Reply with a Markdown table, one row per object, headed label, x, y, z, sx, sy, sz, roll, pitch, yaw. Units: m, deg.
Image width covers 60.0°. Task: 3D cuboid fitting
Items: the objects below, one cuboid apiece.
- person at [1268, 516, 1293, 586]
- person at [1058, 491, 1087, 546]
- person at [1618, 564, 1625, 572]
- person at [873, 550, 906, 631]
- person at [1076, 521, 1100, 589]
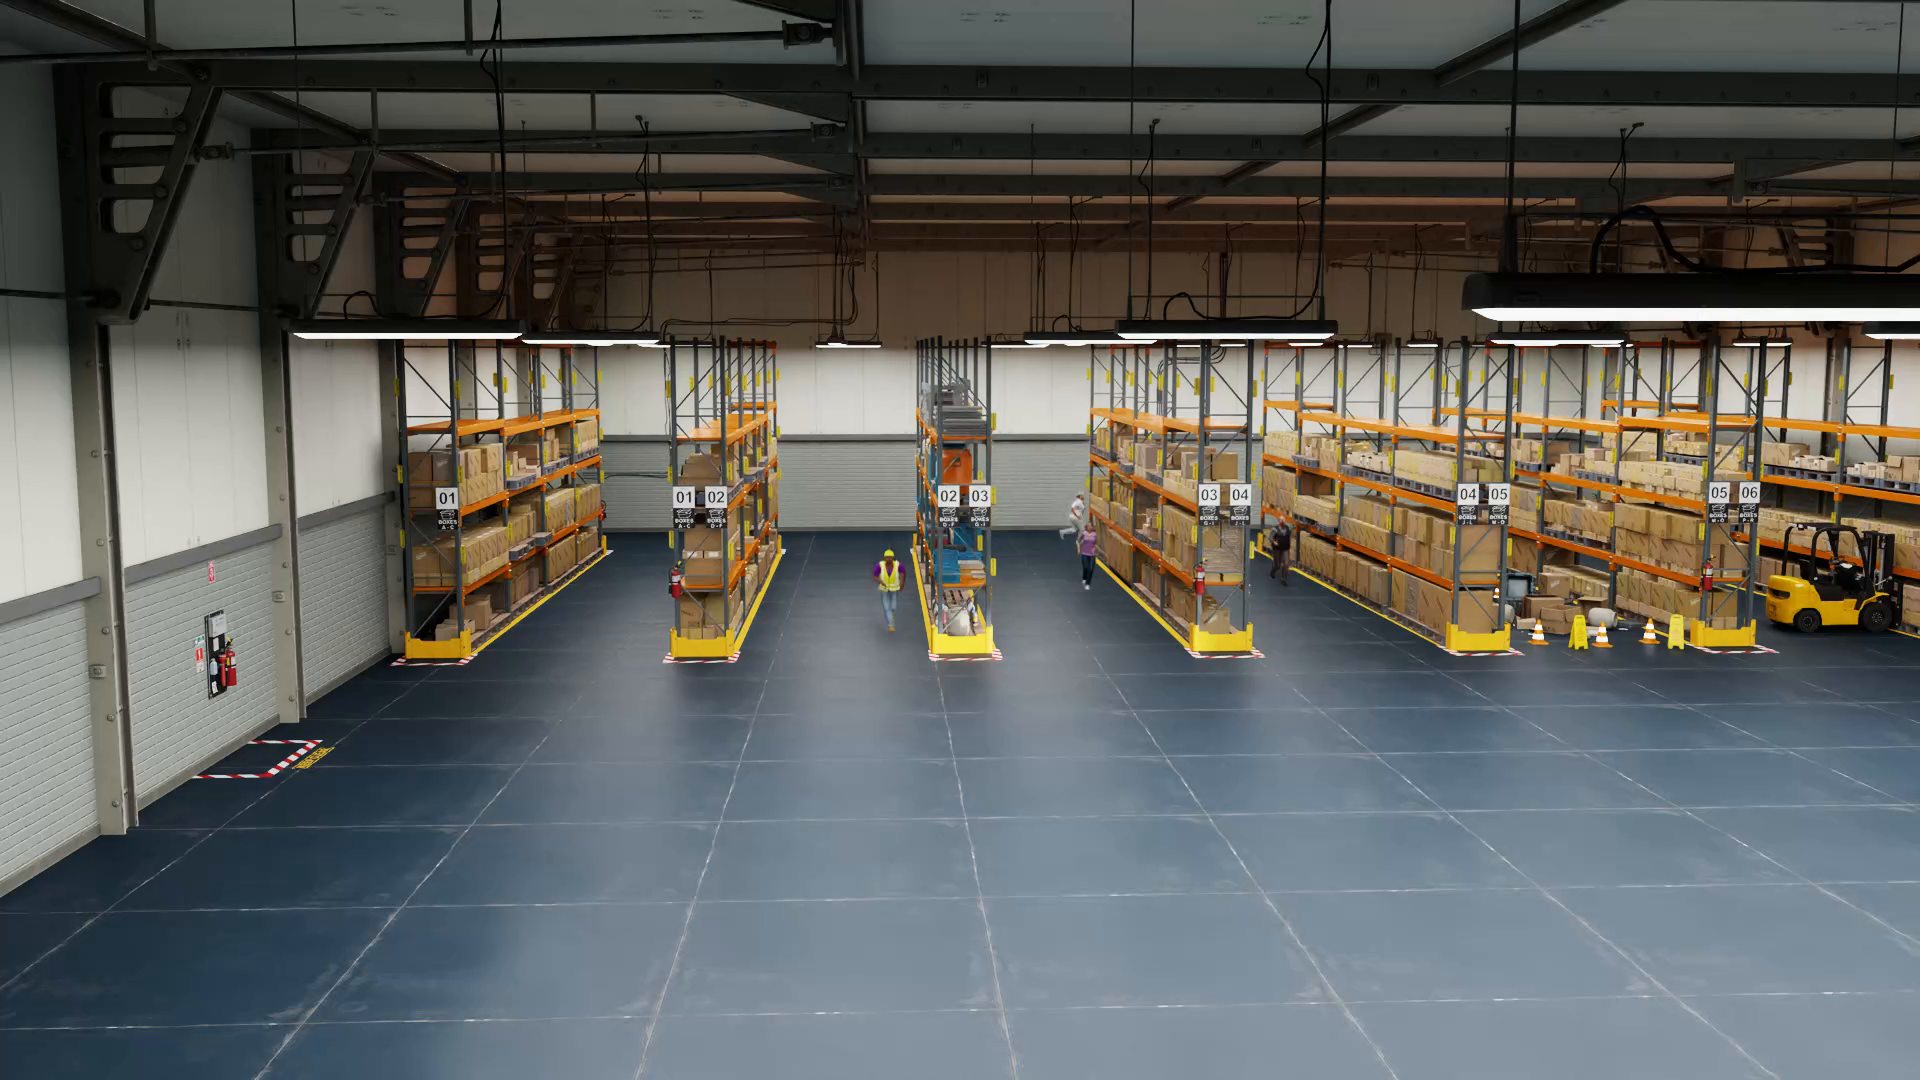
| label | x | y | z | sx | sy | sz | roll | pitch | yaw |
| --- | --- | --- | --- | --- | --- | --- | --- | --- | --- |
| person | 7.859 | 0.247 | 40.835 | 0.626 | 1.699 | 0.876 | -1 | 7 | -7 |
| person | 3.349 | -0.608 | 48.879 | 0.936 | 1.664 | 0.605 | 1 | 7 | 7 |
| person | 16.190 | 0.334 | 40.207 | 0.508 | 1.709 | 0.810 | 0 | 6 | 1 |
| person | -1.433 | 1.033 | 33.955 | 0.673 | 1.701 | 0.722 | 0 | 6 | 0 |
| person | 2.928 | 0.359 | 37.867 | 0.537 | 1.564 | 0.525 | 0 | 6 | -1 |
